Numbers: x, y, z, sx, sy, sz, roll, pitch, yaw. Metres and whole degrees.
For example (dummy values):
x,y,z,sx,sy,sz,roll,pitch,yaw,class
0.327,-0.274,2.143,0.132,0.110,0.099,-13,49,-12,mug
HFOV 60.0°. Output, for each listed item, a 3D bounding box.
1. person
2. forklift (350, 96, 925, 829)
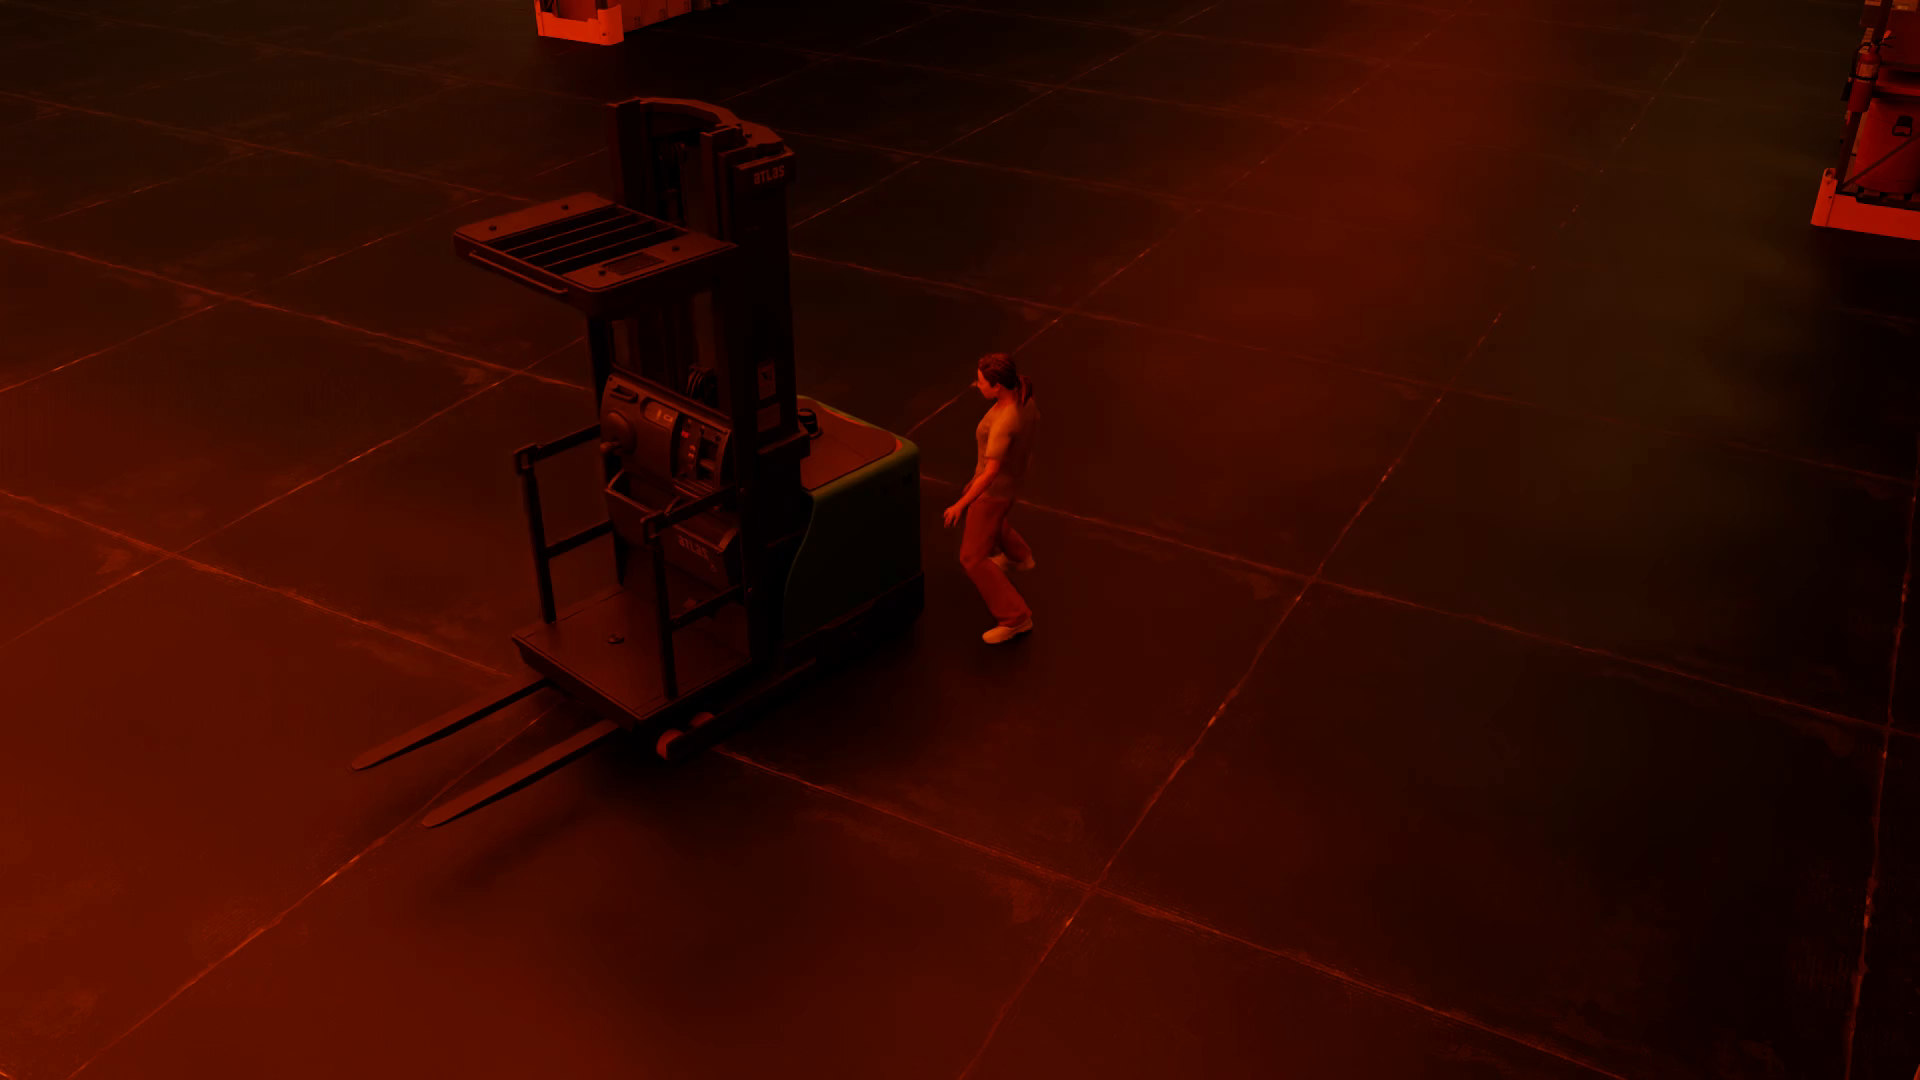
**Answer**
x,y,z,sx,sy,sz,roll,pitch,yaw,class
0.193,-0.310,8.997,0.586,1.573,0.848,11,32,19,person
-1.568,-0.469,7.884,1.130,2.935,3.031,25,38,36,forklift
